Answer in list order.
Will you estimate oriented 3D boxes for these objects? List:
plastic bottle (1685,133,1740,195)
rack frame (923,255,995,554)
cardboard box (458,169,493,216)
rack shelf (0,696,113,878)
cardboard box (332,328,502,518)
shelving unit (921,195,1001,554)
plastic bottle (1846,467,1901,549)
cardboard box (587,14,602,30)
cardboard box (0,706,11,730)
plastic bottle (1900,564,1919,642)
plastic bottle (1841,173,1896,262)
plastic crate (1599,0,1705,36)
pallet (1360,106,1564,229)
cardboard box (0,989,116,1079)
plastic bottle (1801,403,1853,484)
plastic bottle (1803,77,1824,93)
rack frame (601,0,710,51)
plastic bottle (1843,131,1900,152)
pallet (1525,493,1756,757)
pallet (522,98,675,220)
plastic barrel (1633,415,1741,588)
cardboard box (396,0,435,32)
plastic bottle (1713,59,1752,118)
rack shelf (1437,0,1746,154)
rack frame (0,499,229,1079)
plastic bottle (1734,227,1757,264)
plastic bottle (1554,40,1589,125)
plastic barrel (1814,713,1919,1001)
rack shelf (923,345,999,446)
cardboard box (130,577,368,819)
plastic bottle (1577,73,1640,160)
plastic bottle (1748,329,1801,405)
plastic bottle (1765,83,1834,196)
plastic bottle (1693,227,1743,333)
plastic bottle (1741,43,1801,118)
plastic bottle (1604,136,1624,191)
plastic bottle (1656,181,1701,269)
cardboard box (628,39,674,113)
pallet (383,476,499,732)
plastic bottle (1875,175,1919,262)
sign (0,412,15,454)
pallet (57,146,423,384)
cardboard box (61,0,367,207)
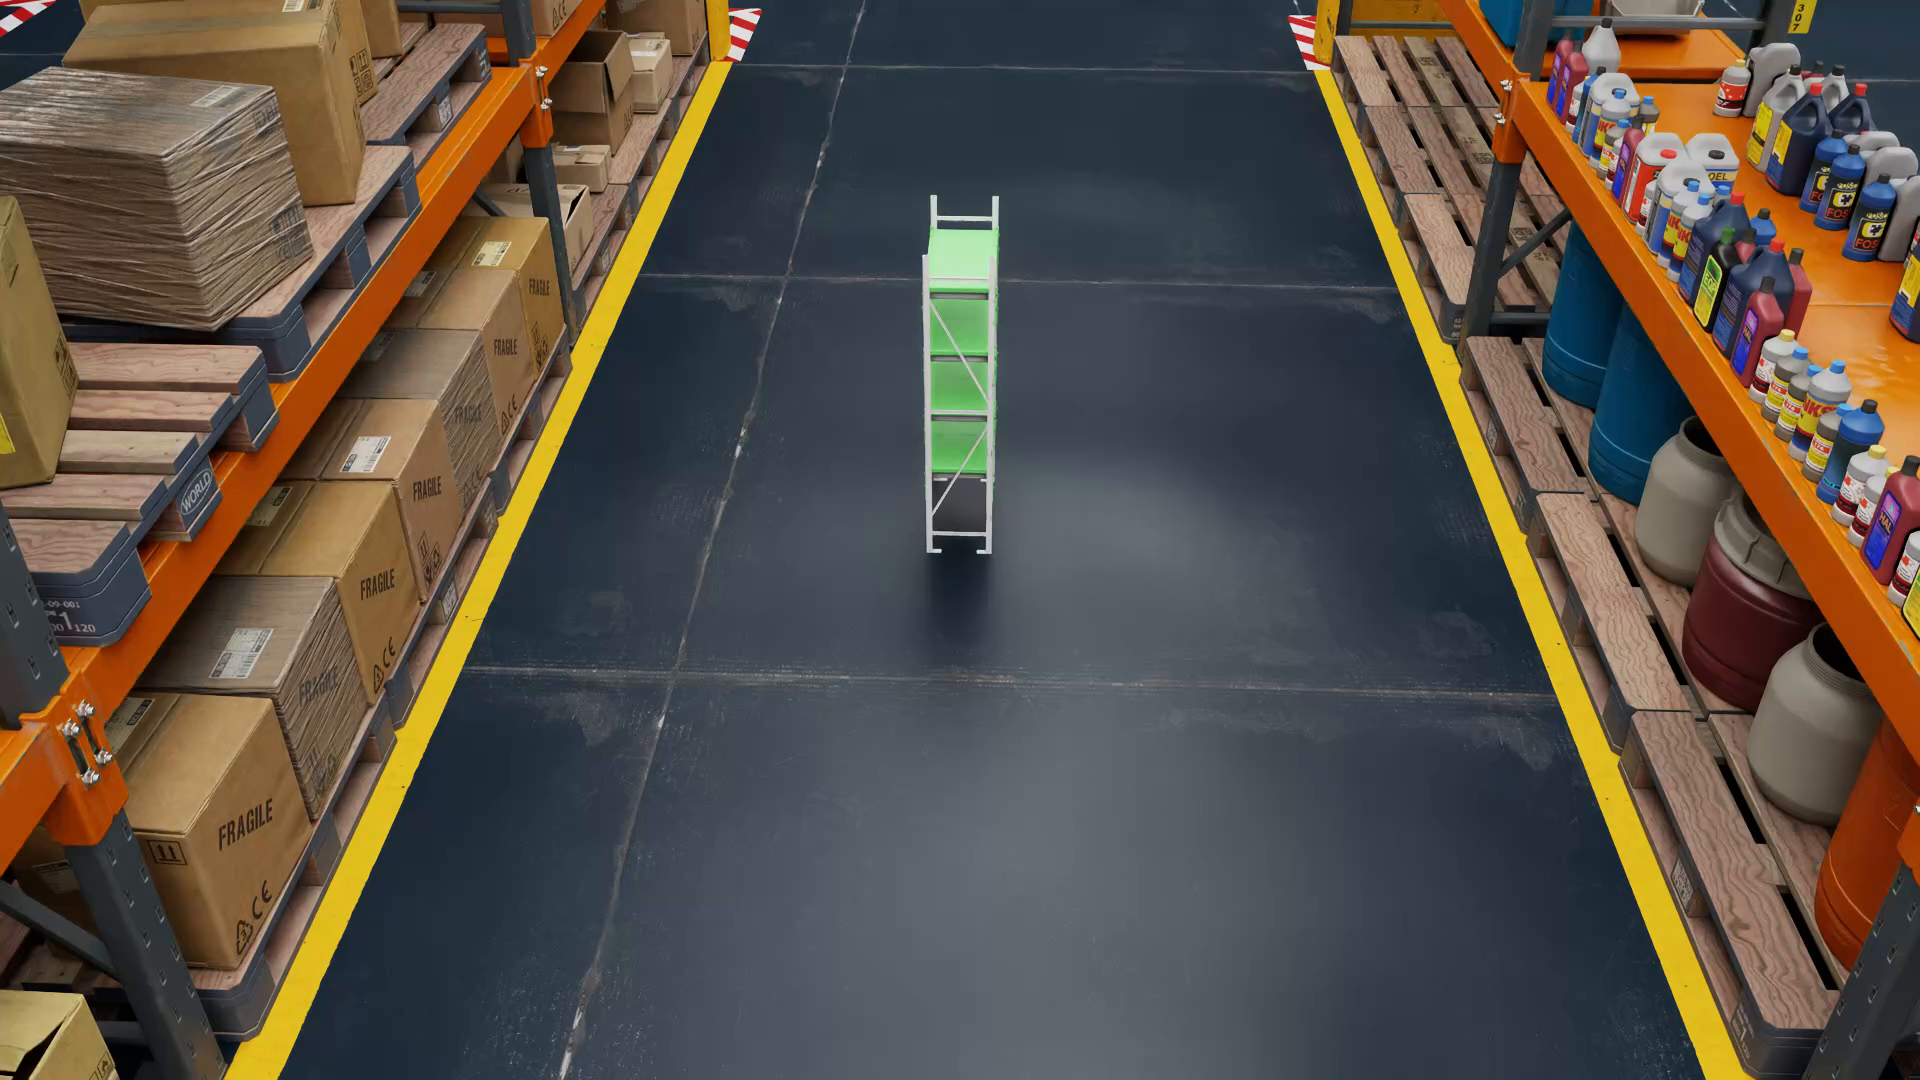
[{"bbox_3d":[2.430,-1.174,5.420,0.152,0.276,0.135,1,35,2],"label":"plastic bottle"},{"bbox_3d":[-0.003,-0.446,5.841,0.240,1.200,0.015,1,35,2],"label":"rack frame"},{"bbox_3d":[-2.495,-1.625,7.745,0.500,0.500,0.500,1,35,2],"label":"cardboard box"},{"bbox_3d":[-2.475,1.607,1.980,1.077,0.370,4.000,1,35,2],"label":"rack shelf"},{"bbox_3d":[-2.017,-0.429,6.043,0.500,0.500,0.500,2,35,2],"label":"cardboard box"},{"bbox_3d":[0.007,-0.586,6.040,0.258,1.200,0.503,1,35,2],"label":"shelving unit"},{"bbox_3d":[2.176,-0.079,3.926,0.097,0.201,0.097,0,35,0],"label":"plastic bottle"},{"bbox_3d":[-2.399,-2.894,9.768,0.500,0.250,0.500,1,35,2],"label":"cardboard box"},{"bbox_3d":[-2.592,0.464,4.772,0.500,0.500,0.500,3,35,4],"label":"cardboard box"},{"bbox_3d":[2.144,0.086,3.620,0.061,0.283,0.133,1,35,2],"label":"plastic bottle"},{"bbox_3d":[2.847,-1.013,5.195,0.097,0.271,0.097,0,35,0],"label":"plastic bottle"},{"bbox_3d":[2.876,-2.198,6.946,0.396,0.136,0.243,1,35,2],"label":"plastic crate"},{"bbox_3d":[2.752,-2.003,8.916,1.003,0.211,1.213,1,35,2],"label":"pallet"},{"bbox_3d":[-2.170,1.194,3.480,0.500,0.311,0.500,2,35,3],"label":"cardboard box"},{"bbox_3d":[2.188,-0.247,4.165,0.097,0.201,0.097,0,35,0],"label":"plastic bottle"},{"bbox_3d":[3.007,-1.523,5.916,0.152,0.276,0.135,1,35,2],"label":"plastic bottle"},{"bbox_3d":[-2.074,-4.432,9.948,1.000,3.000,0.127,1,35,2],"label":"rack frame"},{"bbox_3d":[2.987,-1.233,5.504,0.152,0.276,0.135,1,35,2],"label":"plastic bottle"},{"bbox_3d":[2.596,0.268,5.684,1.003,0.211,1.213,1,35,2],"label":"pallet"},{"bbox_3d":[-2.160,-2.090,9.041,1.003,0.211,1.213,1,35,2],"label":"pallet"},{"bbox_3d":[2.536,-0.130,5.625,0.421,0.512,0.421,0,35,0],"label":"plastic barrel"},{"bbox_3d":[-2.471,-2.468,7.066,0.500,0.500,0.500,2,35,3],"label":"cardboard box"},{"bbox_3d":[2.897,-1.695,6.225,0.097,0.201,0.097,0,35,0],"label":"plastic bottle"},{"bbox_3d":[2.795,-2.872,8.354,1.077,0.370,4.000,1,35,2],"label":"rack shelf"},{"bbox_3d":[-2.395,0.164,3.408,1.000,3.000,0.127,1,35,2],"label":"rack frame"},{"bbox_3d":[2.264,-0.752,4.813,0.061,0.283,0.133,1,35,2],"label":"plastic bottle"},{"bbox_3d":[2.268,-1.692,6.151,0.061,0.283,0.133,1,35,2],"label":"plastic bottle"},{"bbox_3d":[2.557,0.715,4.146,0.600,0.830,0.708,1,35,2],"label":"plastic barrel"},{"bbox_3d":[0.007,-0.534,6.077,0.258,0.148,0.480,1,35,2],"label":"rack shelf"},{"bbox_3d":[-2.076,0.451,4.791,0.500,0.500,0.500,0,35,0],"label":"cardboard box"},{"bbox_3d":[2.301,-1.499,5.883,0.152,0.276,0.135,1,35,2],"label":"plastic bottle"},{"bbox_3d":[2.204,-0.470,4.483,0.097,0.201,0.097,0,35,0],"label":"plastic bottle"},{"bbox_3d":[2.853,-1.359,5.618,0.144,0.351,0.185,1,35,2],"label":"plastic bottle"},{"bbox_3d":[2.203,-0.753,4.815,0.061,0.283,0.133,1,35,2],"label":"plastic bottle"},{"bbox_3d":[3.022,-1.733,6.215,0.152,0.276,0.135,1,35,2],"label":"plastic bottle"},{"bbox_3d":[2.261,-1.291,5.651,0.097,0.201,0.097,0,35,0],"label":"plastic bottle"},{"bbox_3d":[2.237,-0.977,5.143,0.097,0.271,0.097,0,35,0],"label":"plastic bottle"},{"bbox_3d":[-1.918,-2.624,9.384,0.500,0.250,0.500,1,35,2],"label":"cardboard box"},{"bbox_3d":[-2.276,0.178,5.814,1.003,0.211,1.213,1,35,2],"label":"pallet"},{"bbox_3d":[2.972,-1.023,5.204,0.152,0.276,0.135,1,35,2],"label":"plastic bottle"},{"bbox_3d":[-1.840,-0.299,3.059,0.100,0.325,0.005,1,35,2],"label":"sign"},{"bbox_3d":[-2.322,-0.875,5.053,1.003,0.211,1.213,1,35,2],"label":"pallet"},{"bbox_3d":[-2.244,-1.330,5.082,0.700,0.500,0.500,-7,36,-10],"label":"cardboard box"}]
